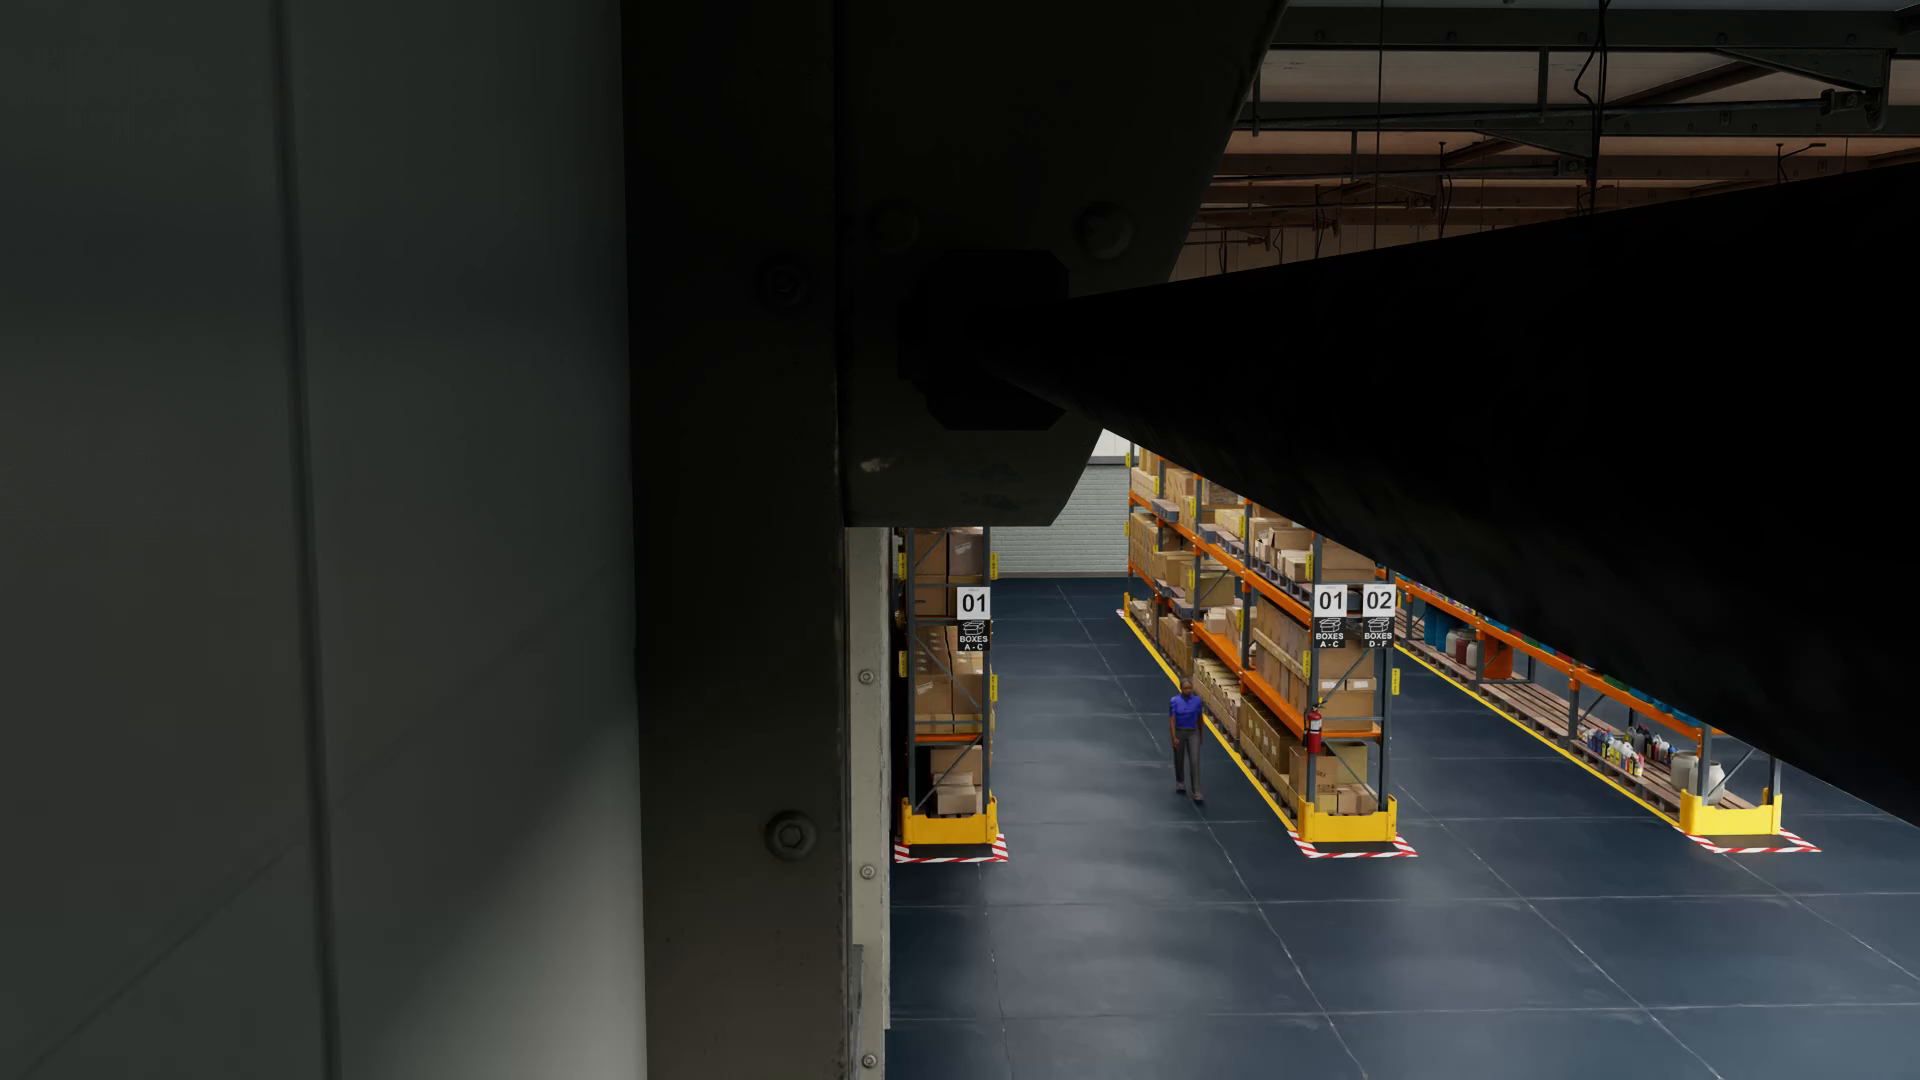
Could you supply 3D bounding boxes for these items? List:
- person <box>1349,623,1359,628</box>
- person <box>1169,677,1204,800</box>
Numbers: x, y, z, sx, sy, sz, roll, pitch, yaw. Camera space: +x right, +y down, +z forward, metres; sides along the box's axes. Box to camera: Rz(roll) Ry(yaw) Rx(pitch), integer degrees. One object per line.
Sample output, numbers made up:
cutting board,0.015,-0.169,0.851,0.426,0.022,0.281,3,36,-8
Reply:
person,8.118,0.989,34.984,0.599,1.805,0.570,3,8,24
person,3.052,2.650,22.392,0.466,1.610,0.978,1,7,6
